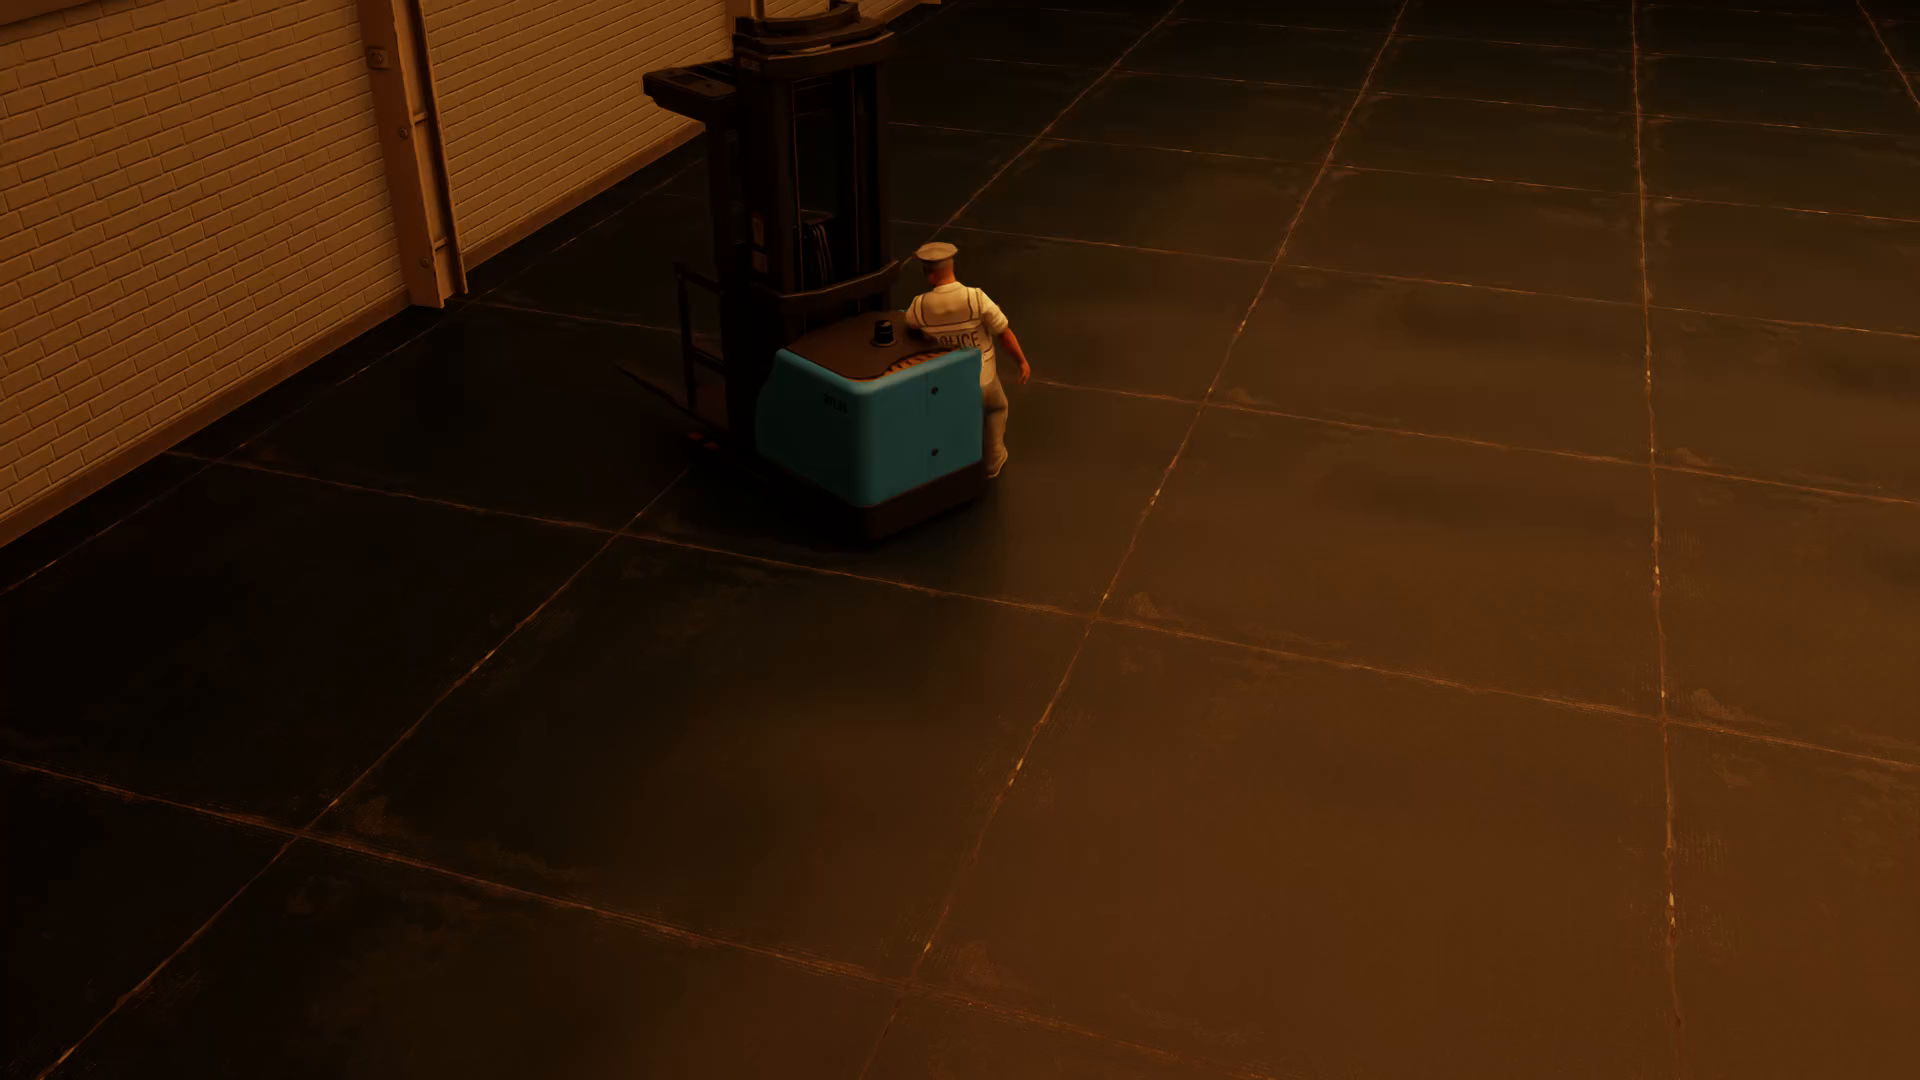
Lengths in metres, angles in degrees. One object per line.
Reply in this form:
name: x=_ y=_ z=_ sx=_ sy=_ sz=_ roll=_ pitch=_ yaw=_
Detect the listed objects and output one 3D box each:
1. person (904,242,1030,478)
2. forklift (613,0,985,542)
person: x=0.023 y=-1.080 z=10.332 sx=0.806 sy=1.651 sz=0.873 roll=-2 pitch=30 yaw=-4
forklift: x=-1.209 y=-1.903 z=10.475 sx=1.130 sy=2.935 sz=3.031 roll=-24 pitch=38 yaw=-36
